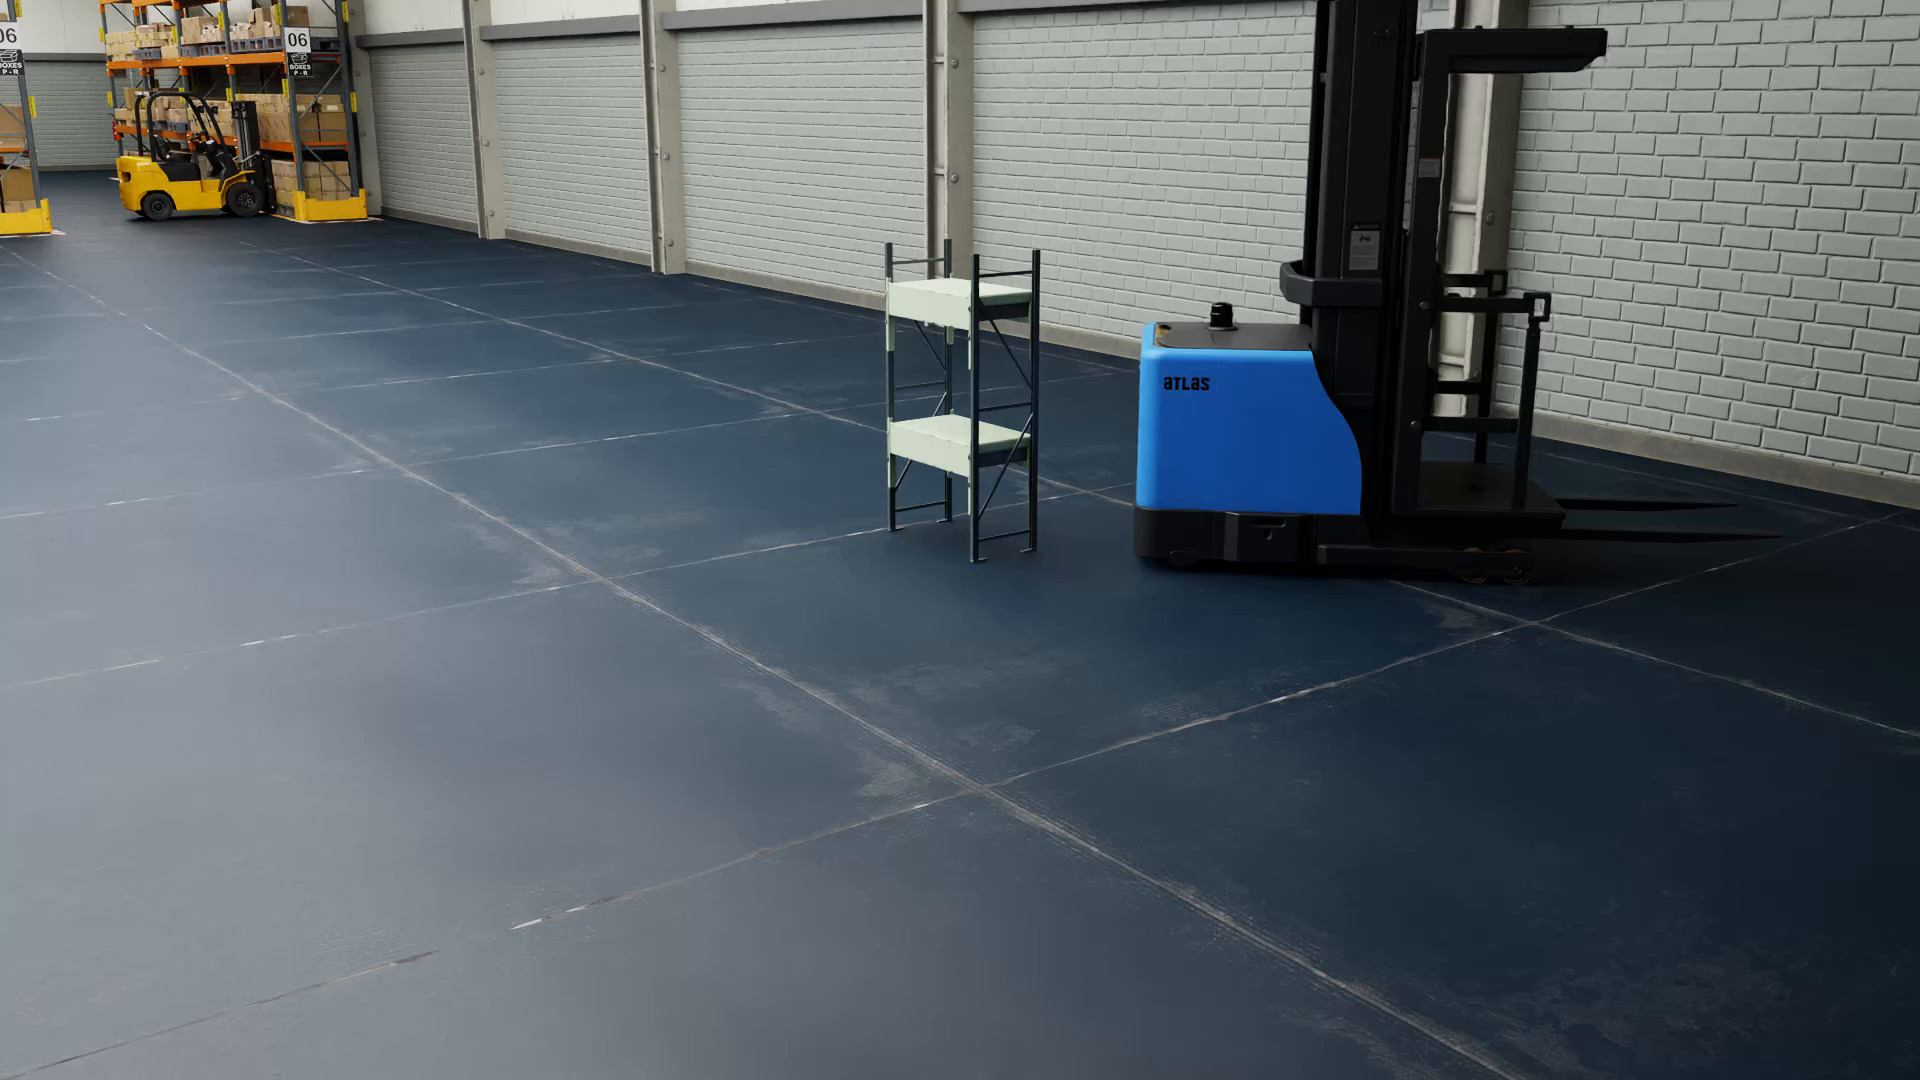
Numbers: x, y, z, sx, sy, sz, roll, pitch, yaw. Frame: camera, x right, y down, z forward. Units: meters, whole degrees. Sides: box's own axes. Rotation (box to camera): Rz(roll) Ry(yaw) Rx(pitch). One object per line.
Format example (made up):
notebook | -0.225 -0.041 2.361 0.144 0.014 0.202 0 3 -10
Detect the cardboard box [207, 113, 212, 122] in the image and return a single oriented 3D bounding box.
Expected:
cardboard box | -14.745 -8.495 33.268 0.500 0.250 0.500 -11 19 -34

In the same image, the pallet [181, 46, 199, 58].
pallet | -15.245 -10.010 34.143 1.213 0.211 1.003 -10 18 -32

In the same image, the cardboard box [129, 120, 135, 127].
cardboard box | -19.560 -9.924 39.628 0.380 0.149 0.250 -10 18 -33

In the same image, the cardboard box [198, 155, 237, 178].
cardboard box | -15.360 -7.707 34.756 0.875 0.625 0.625 -10 18 -33

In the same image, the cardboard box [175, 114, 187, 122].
cardboard box | -16.412 -8.947 35.265 0.380 0.149 0.250 -10 18 -34

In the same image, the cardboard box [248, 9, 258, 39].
cardboard box | -12.304 -9.246 29.814 0.797 0.503 0.637 -10 18 -33

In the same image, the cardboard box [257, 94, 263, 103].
cardboard box | -12.595 -8.059 30.357 0.380 0.149 0.250 -11 19 -35

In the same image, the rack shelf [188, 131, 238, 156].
rack shelf | -14.540 -8.011 33.527 1.077 0.370 4.000 -11 19 -35

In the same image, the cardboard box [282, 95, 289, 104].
cardboard box | -11.563 -7.673 28.948 0.380 0.149 0.250 -11 19 -34

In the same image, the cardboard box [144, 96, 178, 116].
cardboard box | -17.964 -9.752 37.541 0.700 0.500 0.500 -10 18 -33

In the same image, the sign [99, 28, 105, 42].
sign | -20.859 -12.278 40.415 0.100 0.325 0.005 -11 19 -35

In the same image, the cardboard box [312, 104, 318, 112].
cardboard box | -11.198 -7.594 29.221 0.380 0.149 0.250 -11 19 -35

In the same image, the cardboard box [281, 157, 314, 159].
cardboard box | -12.322 -6.999 30.984 0.500 0.250 0.500 -11 19 -34

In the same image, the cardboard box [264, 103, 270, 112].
cardboard box | -12.217 -7.739 29.751 0.380 0.149 0.250 -11 19 -34

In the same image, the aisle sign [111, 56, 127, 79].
aisle sign | -20.697 -11.716 40.778 0.394 0.787 0.004 -11 19 -35

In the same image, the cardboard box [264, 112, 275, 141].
cardboard box | -12.113 -7.411 29.783 0.500 0.500 0.500 -11 19 -36

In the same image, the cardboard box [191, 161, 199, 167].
cardboard box | -16.138 -7.839 35.475 0.500 0.500 0.500 -10 18 -33

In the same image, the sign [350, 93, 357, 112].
sign | -10.560 -7.618 28.937 0.100 0.325 0.005 -11 19 -35

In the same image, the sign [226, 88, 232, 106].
sign | -13.797 -8.365 31.414 0.100 0.325 0.005 -11 19 -35

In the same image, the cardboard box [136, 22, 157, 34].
cardboard box | -18.173 -11.441 37.155 0.396 0.266 0.258 -11 19 -35

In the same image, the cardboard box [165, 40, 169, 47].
cardboard box | -16.854 -10.669 35.723 0.380 0.149 0.250 -10 18 -33

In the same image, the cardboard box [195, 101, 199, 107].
cardboard box | -15.437 -8.925 34.085 0.380 0.149 0.250 -10 18 -33

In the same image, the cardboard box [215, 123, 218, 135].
cardboard box | -14.439 -8.143 32.930 0.500 0.250 0.500 -11 19 -34

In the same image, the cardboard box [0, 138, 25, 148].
cardboard box | -15.057 -6.289 26.349 0.380 0.149 0.250 -11 19 -34

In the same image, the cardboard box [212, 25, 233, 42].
cardboard box | -13.987 -9.703 31.846 0.500 0.311 0.500 -12 19 -36

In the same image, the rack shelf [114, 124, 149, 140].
rack shelf | -19.244 -9.720 39.769 1.077 0.370 4.000 -11 19 -35

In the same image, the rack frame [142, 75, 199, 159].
rack frame | -18.068 -9.639 38.113 1.000 3.000 0.127 -11 19 -35

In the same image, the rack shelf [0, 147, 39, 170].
rack shelf | -16.201 -6.386 27.589 1.077 0.370 4.000 -11 19 -35

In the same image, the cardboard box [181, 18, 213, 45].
cardboard box | -15.487 -10.339 33.812 0.500 0.500 0.500 -11 19 -34

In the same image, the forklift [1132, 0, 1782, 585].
forklift | 2.394 -1.352 7.963 3.031 2.935 1.130 2 15 7

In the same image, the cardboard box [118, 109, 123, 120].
cardboard box | -20.074 -10.318 40.315 0.500 0.250 0.500 -11 19 -34

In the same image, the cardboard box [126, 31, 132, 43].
cardboard box | -18.865 -11.576 38.280 0.500 0.250 0.500 -11 19 -35

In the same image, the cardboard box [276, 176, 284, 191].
cardboard box | -11.837 -6.359 29.593 0.500 0.250 0.500 -11 19 -35

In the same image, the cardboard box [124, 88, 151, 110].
cardboard box | -19.489 -10.468 39.439 0.500 0.500 0.500 -10 18 -33

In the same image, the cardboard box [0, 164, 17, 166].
cardboard box | -16.211 -6.096 28.160 0.500 0.500 0.500 -10 18 -32

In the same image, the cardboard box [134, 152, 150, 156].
cardboard box | -19.436 -9.028 39.820 0.500 0.500 0.500 -10 18 -34

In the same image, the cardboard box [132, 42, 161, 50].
cardboard box | -18.554 -11.222 37.932 0.500 0.250 0.500 -11 19 -34

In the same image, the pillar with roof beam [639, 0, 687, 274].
pillar with roof beam | -7.119 -7.029 17.210 9.100 9.000 0.400 -11 19 -35

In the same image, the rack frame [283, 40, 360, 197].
rack frame | -11.012 -7.077 28.751 1.000 3.000 0.127 -11 19 -35

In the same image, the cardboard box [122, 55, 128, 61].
cardboard box | -19.447 -11.320 39.048 0.380 0.149 0.250 -10 18 -33

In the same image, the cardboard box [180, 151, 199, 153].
cardboard box | -16.781 -8.394 36.275 0.380 0.149 0.250 -11 19 -35

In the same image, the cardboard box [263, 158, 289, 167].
cardboard box | -12.437 -6.809 30.292 0.500 0.250 0.500 -11 19 -36

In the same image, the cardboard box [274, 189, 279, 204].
cardboard box | -12.116 -6.221 30.035 0.500 0.250 0.500 -11 19 -34

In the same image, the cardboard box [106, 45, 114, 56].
cardboard box | -20.380 -11.874 40.318 0.500 0.250 0.500 -11 19 -35

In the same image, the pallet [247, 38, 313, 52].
pallet | -12.128 -8.897 29.886 1.003 0.211 1.213 -11 19 -35

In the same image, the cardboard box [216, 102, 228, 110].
cardboard box | -14.274 -8.479 32.456 0.380 0.149 0.250 -12 19 -36

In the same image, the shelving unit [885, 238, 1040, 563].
shelving unit | 0.004 -0.722 8.373 0.431 1.500 0.755 -11 19 -35
